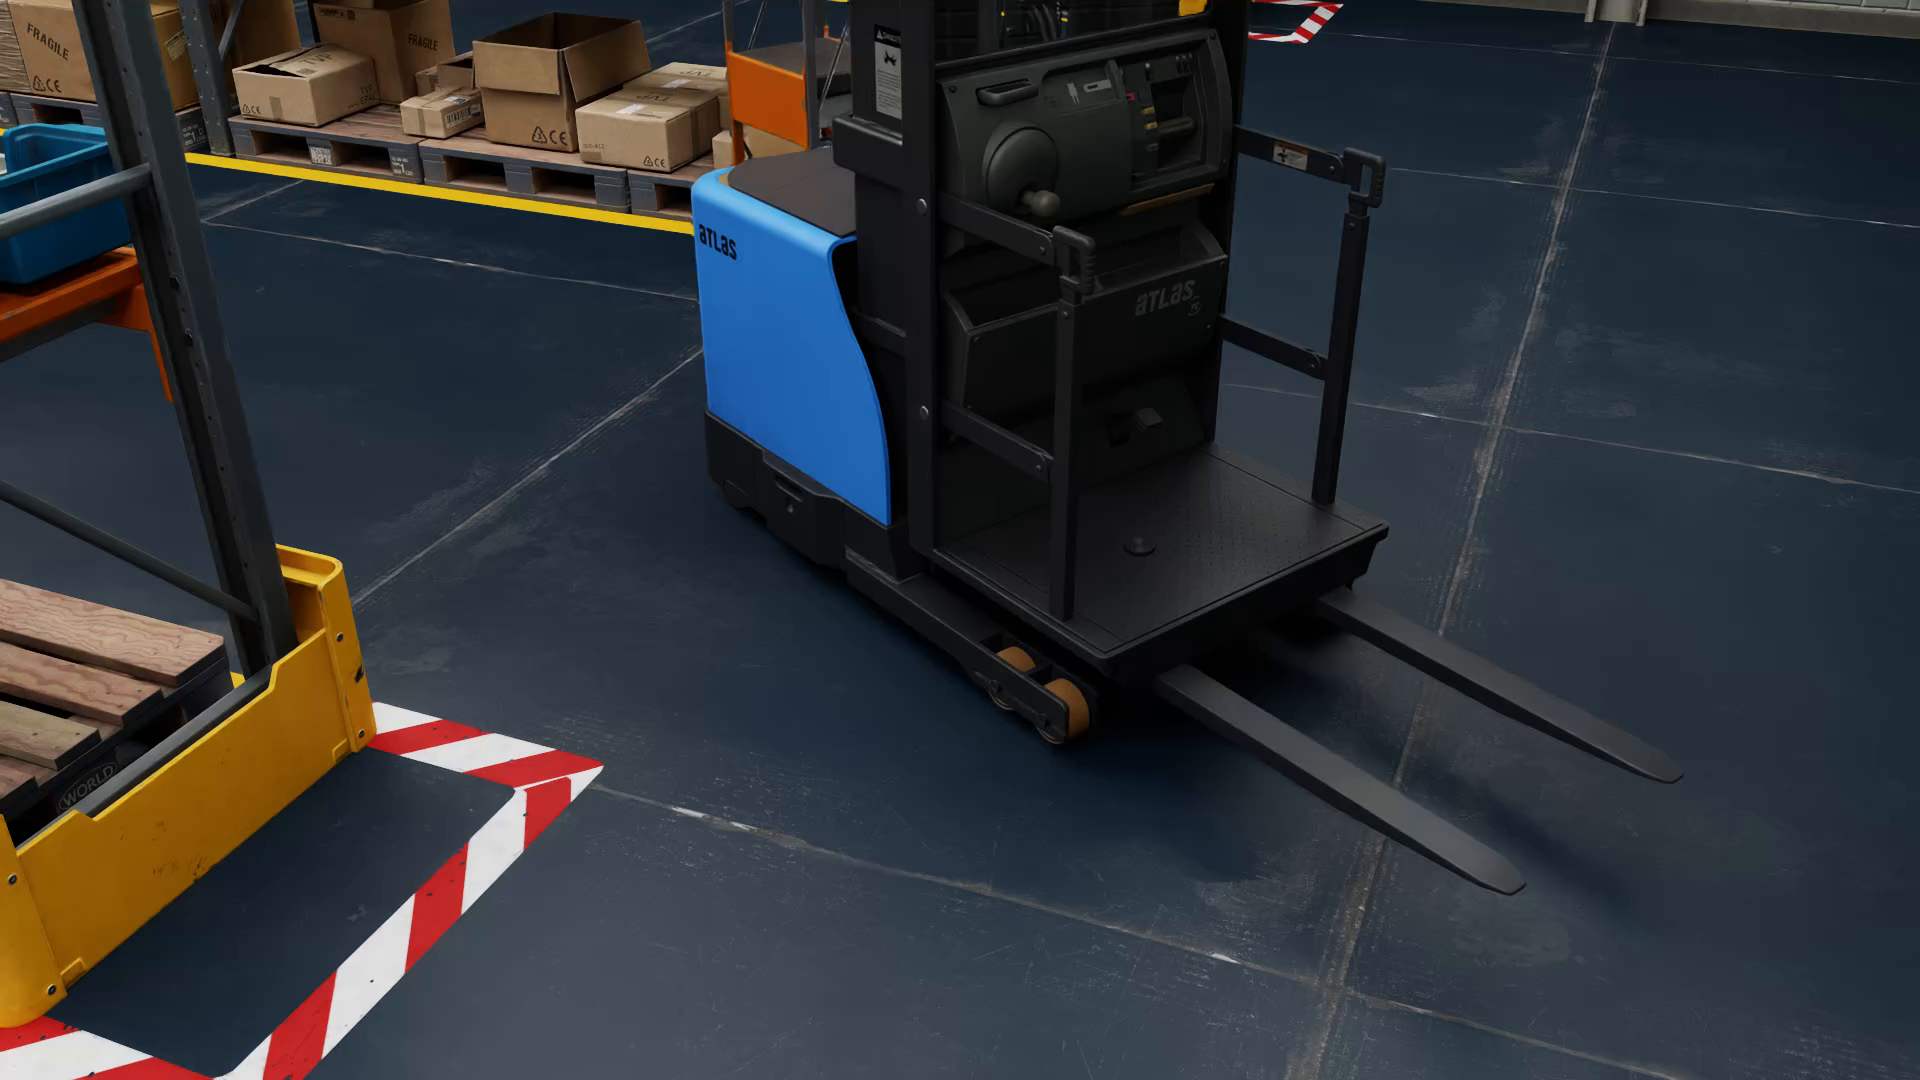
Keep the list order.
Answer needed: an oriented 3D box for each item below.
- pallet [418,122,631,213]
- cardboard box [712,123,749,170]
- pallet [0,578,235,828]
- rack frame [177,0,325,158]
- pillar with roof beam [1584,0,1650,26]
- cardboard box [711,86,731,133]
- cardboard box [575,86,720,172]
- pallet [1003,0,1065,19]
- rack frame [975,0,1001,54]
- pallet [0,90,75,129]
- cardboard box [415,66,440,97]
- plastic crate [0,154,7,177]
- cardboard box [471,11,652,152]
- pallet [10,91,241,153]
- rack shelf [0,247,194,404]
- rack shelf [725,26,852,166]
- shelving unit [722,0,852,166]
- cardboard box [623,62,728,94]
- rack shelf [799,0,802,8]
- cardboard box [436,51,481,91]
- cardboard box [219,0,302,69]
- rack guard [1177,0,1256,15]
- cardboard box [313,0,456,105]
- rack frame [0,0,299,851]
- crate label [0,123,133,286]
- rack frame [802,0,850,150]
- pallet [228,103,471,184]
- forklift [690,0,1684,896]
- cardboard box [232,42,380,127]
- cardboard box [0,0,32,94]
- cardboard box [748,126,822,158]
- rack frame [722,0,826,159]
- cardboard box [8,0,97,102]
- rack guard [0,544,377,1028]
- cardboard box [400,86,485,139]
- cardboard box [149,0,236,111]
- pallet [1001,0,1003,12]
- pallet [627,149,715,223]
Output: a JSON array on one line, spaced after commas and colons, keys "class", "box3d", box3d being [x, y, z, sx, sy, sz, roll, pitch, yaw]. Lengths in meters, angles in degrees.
[{"class": "pallet", "box3d": [-1.984, -2.009, 8.591, 1.213, 0.211, 1.003, 11, 31, 19]}, {"class": "cardboard box", "box3d": [-0.986, -1.898, 7.992, 0.250, 0.166, 0.380, 11, 31, 19]}, {"class": "pallet", "box3d": [-2.663, 0.466, 4.212, 1.213, 0.211, 1.003, 11, 31, 19]}, {"class": "rack frame", "box3d": [-3.754, -3.576, 8.528, 0.127, 3.000, 1.000, 11, 31, 19]}, {"class": "pillar with roof beam", "box3d": [3.020, -5.639, 6.081, 0.400, 9.000, 9.100, 11, 31, 19]}, {"class": "cardboard box", "box3d": [-0.908, -2.153, 8.358, 0.500, 0.250, 0.500, 11, 31, 19]}, {"class": "cardboard box", "box3d": [-1.513, -2.008, 8.102, 0.500, 0.250, 0.500, 11, 31, 19]}, {"class": "pallet", "box3d": [1.041, -3.994, 12.101, 1.213, 0.211, 1.003, 11, 31, 19]}, {"class": "rack frame", "box3d": [-0.048, -2.836, 7.219, 0.127, 3.000, 1.000, 11, 31, 19]}, {"class": "pallet", "box3d": [-5.657, -2.720, 9.848, 1.213, 0.211, 1.003, 11, 31, 19]}, {"class": "cardboard box", "box3d": [-2.750, -2.508, 9.089, 0.250, 0.149, 0.380, 11, 31, 19]}, {"class": "plastic crate", "box3d": [-2.285, -0.782, 3.793, 0.298, 0.136, 0.250, 11, 31, 19]}, {"class": "cardboard box", "box3d": [-2.011, -2.335, 8.423, 0.637, 0.503, 0.797, 11, 31, 19]}, {"class": "pallet", "box3d": [-4.522, -2.495, 9.450, 1.213, 0.211, 1.003, 11, 31, 19]}, {"class": "rack shelf", "box3d": [-3.767, -0.635, 4.056, 4.000, 0.370, 1.077, 11, 31, 19]}, {"class": "rack shelf", "box3d": [-0.475, -1.410, 5.632, 0.431, 0.518, 0.480, -21, 35, -32]}, {"class": "shelving unit", "box3d": [-0.475, -1.422, 5.625, 0.431, 2.100, 0.503, -21, 35, -32]}, {"class": "cardboard box", "box3d": [-1.372, -2.245, 8.521, 0.500, 0.250, 0.500, 11, 31, 19]}, {"class": "rack shelf", "box3d": [-0.481, -2.023, 5.294, 0.431, 0.518, 0.480, -21, 35, -32]}, {"class": "cardboard box", "box3d": [-2.425, -2.482, 8.878, 0.500, 0.311, 0.500, 11, 31, 19]}, {"class": "cardboard box", "box3d": [-4.111, -2.880, 9.390, 0.500, 0.500, 0.500, 10, 31, 17]}, {"class": "rack guard", "box3d": [1.833, -4.003, 11.823, 0.348, 0.500, 1.175, 11, 31, 19]}, {"class": "cardboard box", "box3d": [-3.120, -2.703, 9.077, 0.500, 0.500, 0.500, 11, 31, 19]}, {"class": "rack frame", "box3d": [-1.914, -0.578, 3.224, 0.127, 3.000, 1.000, 11, 31, 19]}, {"class": "crate label", "box3d": [-2.019, -0.727, 3.597, 0.303, 0.233, 0.416, 11, 31, 19]}, {"class": "rack frame", "box3d": [-0.325, -1.331, 5.456, 0.400, 2.100, 0.015, -21, 35, -32]}, {"class": "pallet", "box3d": [-3.118, -2.234, 8.989, 1.213, 0.211, 1.003, 11, 31, 19]}, {"class": "forklift", "box3d": [0.476, -1.025, 4.084, 1.130, 2.935, 3.031, -21, 36, -33]}, {"class": "cardboard box", "box3d": [-3.447, -2.421, 8.770, 0.500, 0.311, 0.500, 11, 31, 19]}, {"class": "cardboard box", "box3d": [-5.239, -2.828, 9.298, 0.500, 0.500, 0.500, 12, 32, 20]}, {"class": "cardboard box", "box3d": [-0.644, -1.928, 7.705, 0.500, 0.500, 0.500, 11, 31, 19]}, {"class": "rack frame", "box3d": [-0.625, -1.514, 5.795, 0.400, 2.100, 0.015, -21, 35, -32]}, {"class": "cardboard box", "box3d": [-4.774, -2.735, 9.134, 0.500, 0.500, 0.500, 11, 31, 19]}, {"class": "rack guard", "box3d": [-1.886, 0.509, 3.842, 0.348, 0.500, 1.175, 11, 31, 19]}, {"class": "cardboard box", "box3d": [-2.641, -2.202, 8.530, 0.250, 0.166, 0.380, 11, 31, 19]}, {"class": "cardboard box", "box3d": [-4.319, -2.640, 8.965, 0.500, 0.500, 0.500, 11, 31, 19]}, {"class": "pallet", "box3d": [-0.086, -4.220, 12.502, 1.213, 0.211, 1.003, 11, 31, 19]}, {"class": "pallet", "box3d": [-0.857, -1.783, 8.190, 1.213, 0.211, 1.003, 11, 31, 19]}]
